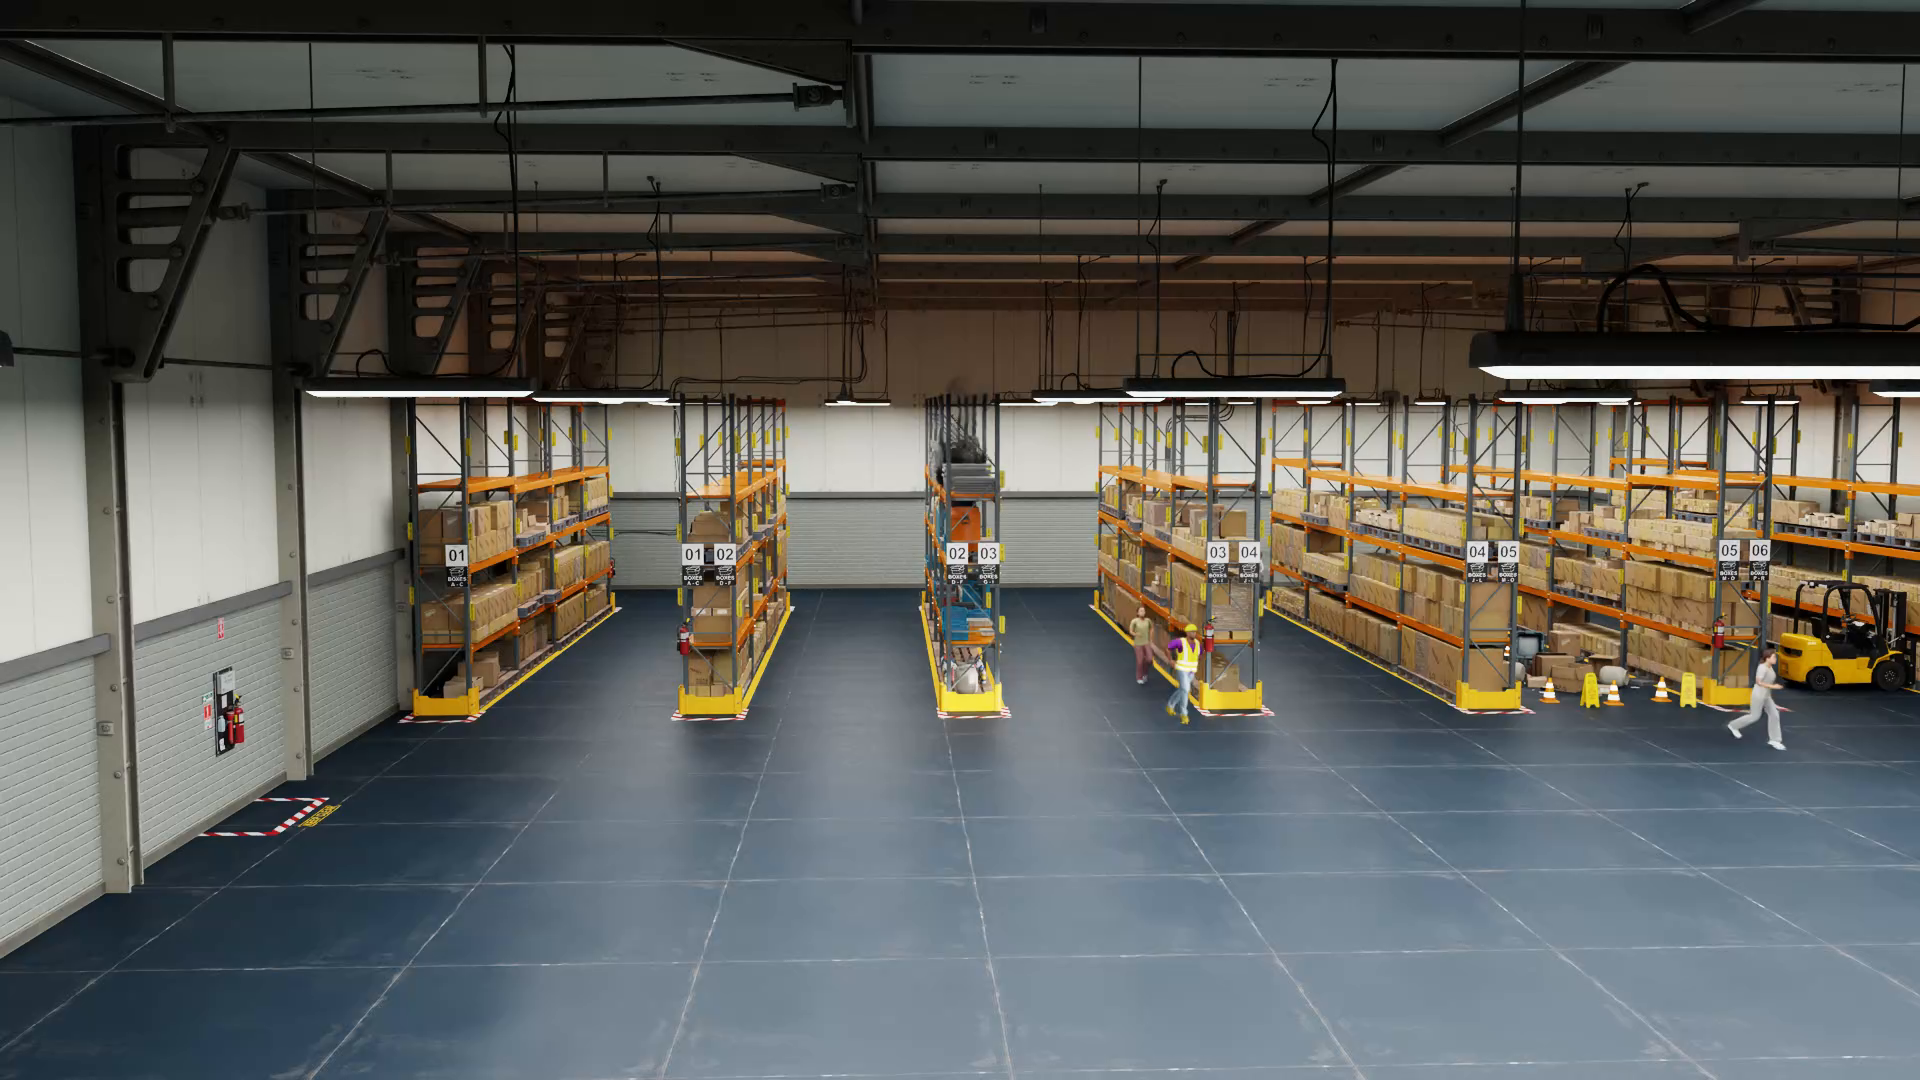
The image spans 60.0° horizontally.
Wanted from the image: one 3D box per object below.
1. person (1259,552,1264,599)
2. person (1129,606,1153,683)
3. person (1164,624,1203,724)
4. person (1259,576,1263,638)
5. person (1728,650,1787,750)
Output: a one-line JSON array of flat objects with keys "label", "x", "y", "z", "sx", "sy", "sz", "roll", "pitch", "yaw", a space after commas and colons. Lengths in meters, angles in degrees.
[{"label": "person", "x": 8.675, "y": 1.130, "z": 48.878, "sx": 0.565, "sy": 1.463, "sz": 0.615, "roll": 0, "pitch": 5, "yaw": 1}, {"label": "person", "x": 3.786, "y": 2.178, "z": 34.428, "sx": 0.564, "sy": 1.621, "sz": 0.543, "roll": -1, "pitch": 5, "yaw": -10}, {"label": "person", "x": 4.174, "y": 2.437, "z": 30.653, "sx": 0.713, "sy": 1.791, "sz": 0.858, "roll": -3, "pitch": 5, "yaw": -32}, {"label": "person", "x": 7.376, "y": 1.550, "z": 41.883, "sx": 0.610, "sy": 1.750, "sz": 0.889, "roll": 0, "pitch": 5, "yaw": -4}, {"label": "person", "x": 13.559, "y": 2.684, "z": 28.228, "sx": 0.979, "sy": 1.672, "sz": 0.598, "roll": 4, "pitch": 6, "yaw": 44}]
